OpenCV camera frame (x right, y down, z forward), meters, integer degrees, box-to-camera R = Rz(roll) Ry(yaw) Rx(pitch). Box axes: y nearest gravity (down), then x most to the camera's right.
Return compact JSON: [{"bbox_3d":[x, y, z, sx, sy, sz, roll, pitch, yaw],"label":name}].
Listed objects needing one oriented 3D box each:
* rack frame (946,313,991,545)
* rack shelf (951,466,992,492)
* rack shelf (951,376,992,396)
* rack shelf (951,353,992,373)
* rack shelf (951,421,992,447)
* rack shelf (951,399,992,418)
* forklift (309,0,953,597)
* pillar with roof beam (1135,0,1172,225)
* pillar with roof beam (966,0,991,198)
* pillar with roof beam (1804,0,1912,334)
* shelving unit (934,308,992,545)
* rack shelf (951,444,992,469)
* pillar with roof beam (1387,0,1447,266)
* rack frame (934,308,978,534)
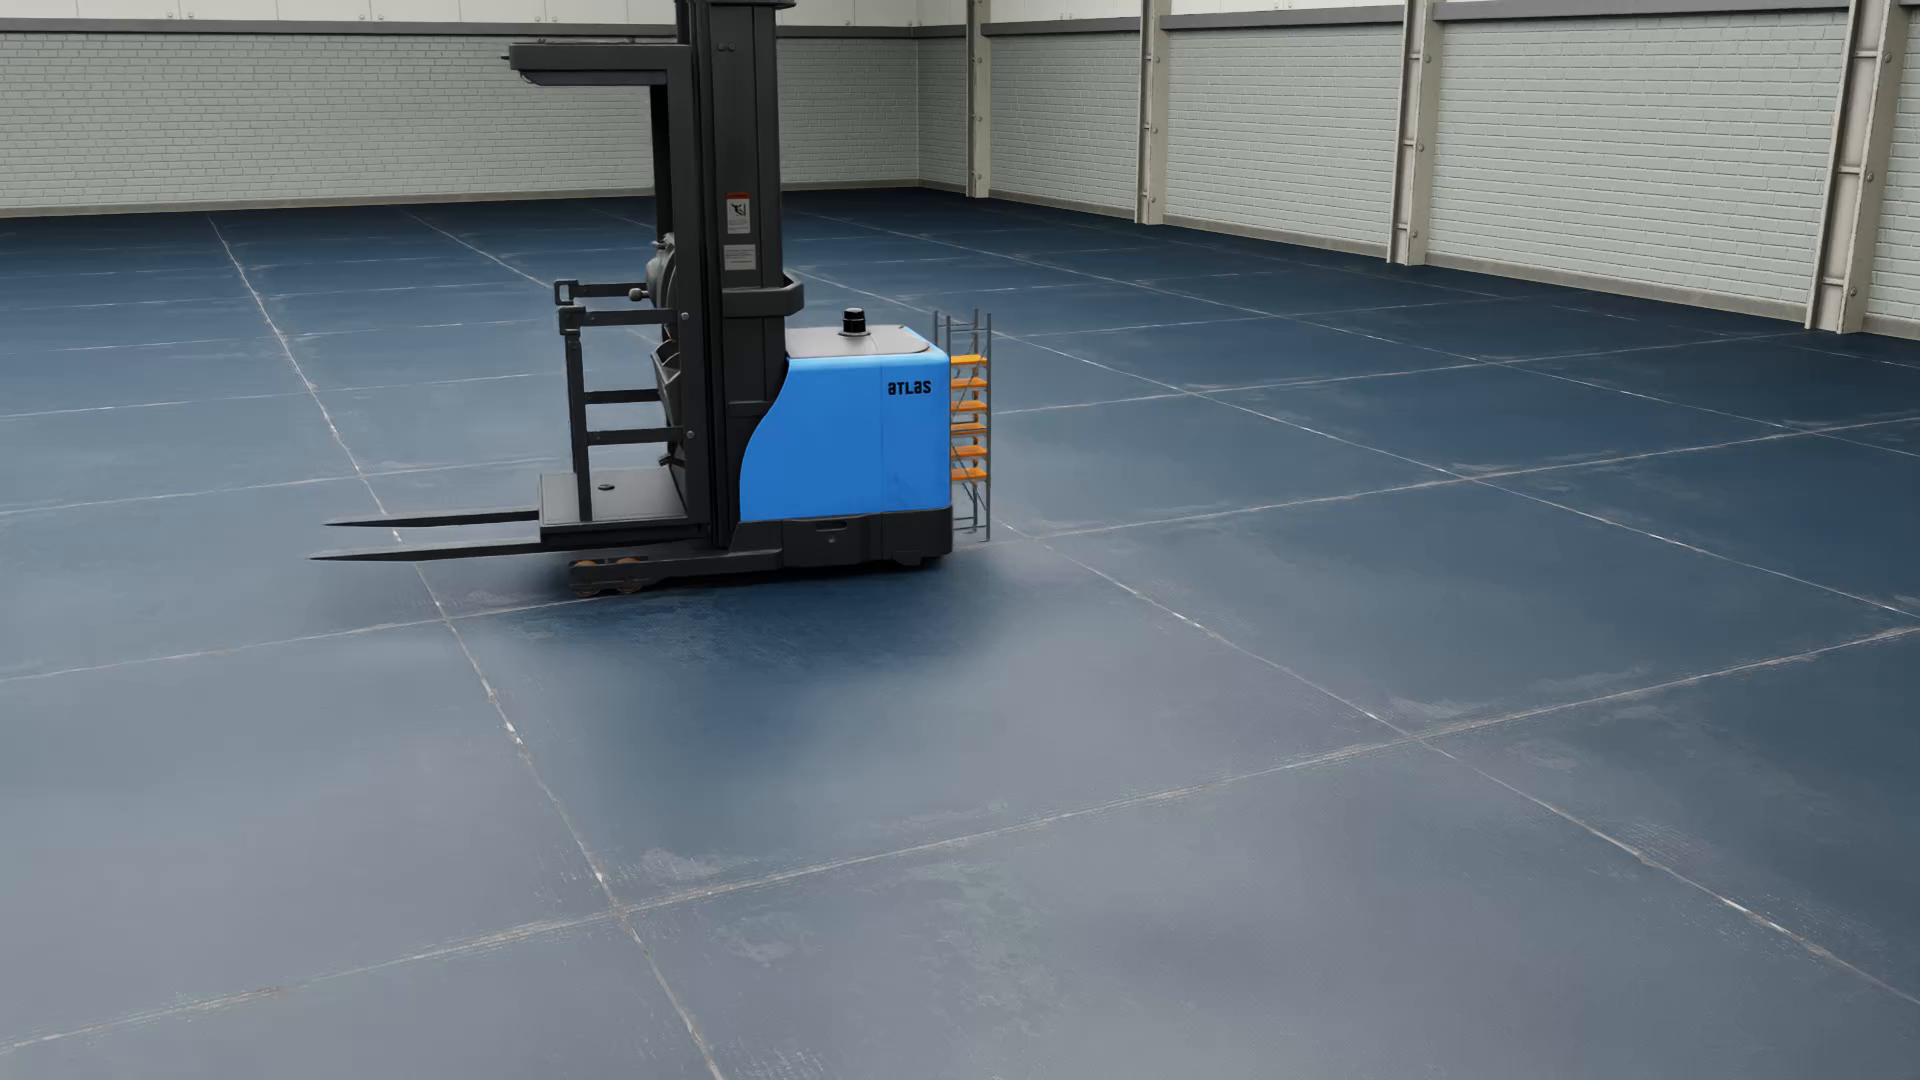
[{"bbox_3d":[0.045,-0.558,8.520,0.240,1.200,0.006,-6,17,-20],"label":"rack frame"},{"bbox_3d":[0.013,-0.308,8.681,0.258,0.103,0.180,-6,17,-20],"label":"rack shelf"},{"bbox_3d":[0.013,-0.770,8.549,0.258,0.103,0.180,-6,17,-20],"label":"rack shelf"},{"bbox_3d":[0.013,-0.885,8.516,0.258,0.103,0.180,-6,17,-20],"label":"rack shelf"},{"bbox_3d":[0.013,-0.539,8.615,0.258,0.103,0.180,-6,17,-20],"label":"rack shelf"},{"bbox_3d":[0.013,-0.654,8.582,0.258,0.103,0.180,-6,17,-20],"label":"rack shelf"},{"bbox_3d":[-1.611,-1.304,7.980,3.031,2.935,1.130,-4,16,-14],"label":"forklift"},{"bbox_3d":[-0.905,-8.760,22.964,9.100,9.000,0.400,-8,18,-25],"label":"pillar with roof beam"},{"bbox_3d":[-3.534,-10.248,28.148,9.100,9.000,0.400,-8,18,-25],"label":"pillar with roof beam"},{"bbox_3d":[4.352,-5.785,12.595,9.100,9.000,0.400,-8,18,-25],"label":"pillar with roof beam"},{"bbox_3d":[0.013,-0.582,8.603,0.258,1.200,0.189,-6,17,-20],"label":"shelving unit"},{"bbox_3d":[0.013,-0.424,8.648,0.258,0.103,0.180,-6,17,-20],"label":"rack shelf"},{"bbox_3d":[1.723,-7.273,17.780,9.100,9.000,0.400,-8,18,-25],"label":"pillar with roof beam"},{"bbox_3d":[-0.020,-0.605,8.685,0.240,1.200,0.006,-6,17,-20],"label":"rack frame"}]
